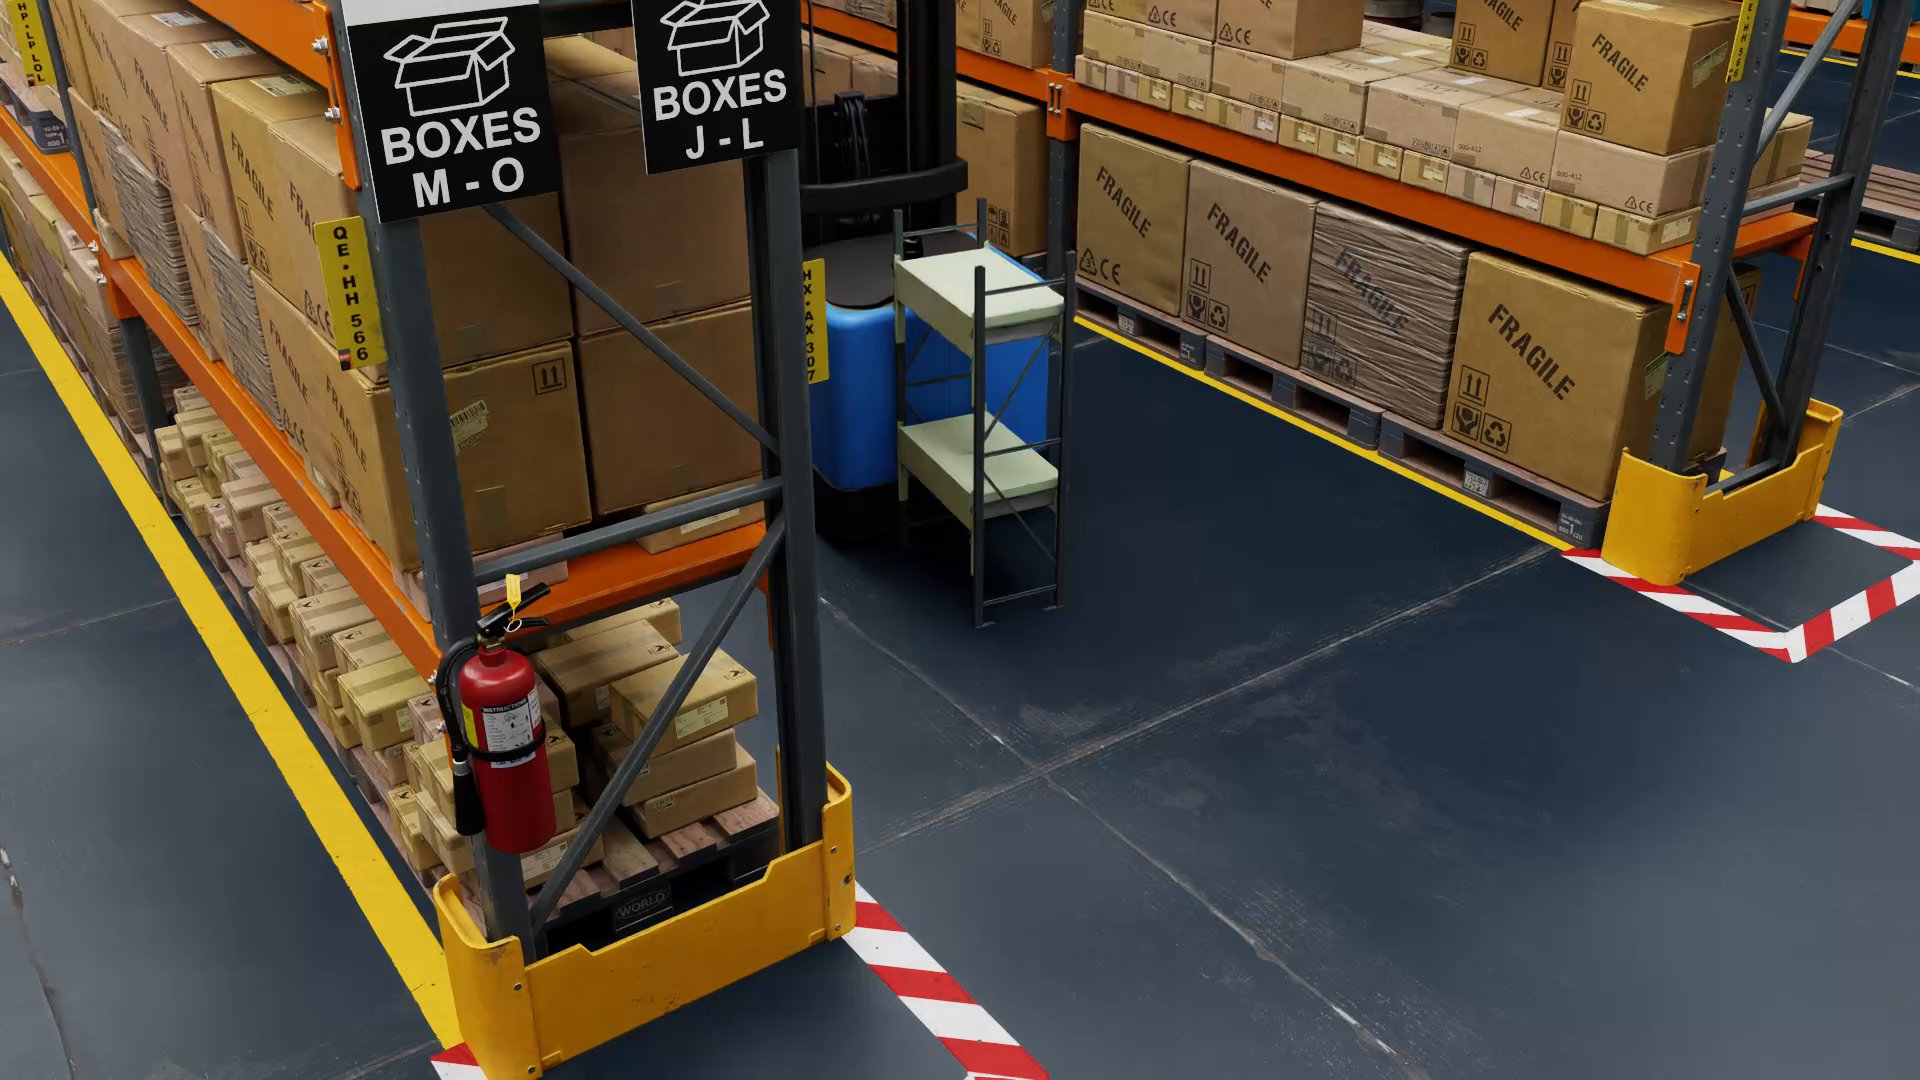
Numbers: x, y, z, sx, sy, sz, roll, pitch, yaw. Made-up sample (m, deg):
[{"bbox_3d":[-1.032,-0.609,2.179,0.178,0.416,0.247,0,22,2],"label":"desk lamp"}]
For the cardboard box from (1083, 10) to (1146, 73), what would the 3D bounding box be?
[{"bbox_3d":[1.014,-2.715,8.952,0.500,0.250,0.500,-19,34,-32],"label":"cardboard box"}]

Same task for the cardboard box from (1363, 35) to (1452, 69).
[{"bbox_3d":[2.315,-2.274,8.140,0.500,0.250,0.500,-20,34,-32],"label":"cardboard box"}]

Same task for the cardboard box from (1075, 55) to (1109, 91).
[{"bbox_3d":[0.856,-2.588,9.135,0.380,0.149,0.250,-19,34,-31],"label":"cardboard box"}]

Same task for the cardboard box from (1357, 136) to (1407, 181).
[{"bbox_3d":[2.056,-1.785,7.656,0.380,0.149,0.250,-19,34,-30],"label":"cardboard box"}]

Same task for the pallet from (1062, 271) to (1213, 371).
[{"bbox_3d":[1.333,-1.363,9.538,1.003,0.211,1.213,-19,34,-31],"label":"pallet"}]

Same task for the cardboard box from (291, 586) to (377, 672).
[{"bbox_3d":[-1.989,0.268,5.537,0.380,0.149,0.250,-17,33,-29],"label":"cardboard box"}]

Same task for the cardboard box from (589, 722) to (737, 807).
[{"bbox_3d":[-0.918,0.646,5.153,0.380,0.149,0.250,-17,33,-29],"label":"cardboard box"}]

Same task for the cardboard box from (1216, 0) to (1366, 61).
[{"bbox_3d":[1.610,-2.648,8.043,0.500,0.500,0.500,-20,34,-32],"label":"cardboard box"}]

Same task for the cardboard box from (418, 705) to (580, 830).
[{"bbox_3d":[-1.337,0.655,4.825,0.380,0.149,0.250,-18,33,-30],"label":"cardboard box"}]

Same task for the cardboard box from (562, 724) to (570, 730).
[{"bbox_3d":[-1.235,0.586,5.576,0.380,0.149,0.250,-18,33,-30],"label":"cardboard box"}]

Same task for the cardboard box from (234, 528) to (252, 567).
[{"bbox_3d":[-2.665,-0.002,6.658,0.380,0.149,0.250,-20,34,-32],"label":"cardboard box"}]

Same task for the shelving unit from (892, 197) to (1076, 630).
[{"bbox_3d":[0.079,-0.505,6.608,0.431,1.500,0.755,-13,31,-22],"label":"shelving unit"}]

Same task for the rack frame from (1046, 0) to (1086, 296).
[{"bbox_3d":[0.955,-2.905,9.457,1.000,3.000,0.127,-19,34,-31],"label":"rack frame"}]

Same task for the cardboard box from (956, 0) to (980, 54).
[{"bbox_3d":[0.180,-3.250,9.986,0.500,0.500,0.500,-18,33,-29],"label":"cardboard box"}]

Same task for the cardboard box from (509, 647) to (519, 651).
[{"bbox_3d":[-1.537,0.247,5.888,0.380,0.149,0.250,-21,35,-33],"label":"cardboard box"}]

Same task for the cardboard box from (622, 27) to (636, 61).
[{"bbox_3d":[-2.436,-4.241,14.074,0.700,0.500,0.500,-16,32,-27],"label":"cardboard box"}]

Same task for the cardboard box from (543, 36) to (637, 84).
[{"bbox_3d":[-1.165,-1.073,4.619,0.500,0.500,0.500,-18,33,-29],"label":"cardboard box"}]

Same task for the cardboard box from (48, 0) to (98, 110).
[{"bbox_3d":[-3.080,-1.943,6.220,0.500,0.500,0.500,-18,33,-29],"label":"cardboard box"}]

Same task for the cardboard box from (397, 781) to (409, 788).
[{"bbox_3d":[-1.613,0.706,5.354,0.380,0.149,0.250,-19,34,-31],"label":"cardboard box"}]

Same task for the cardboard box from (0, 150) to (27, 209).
[{"bbox_3d":[-4.967,-2.010,9.201,0.500,0.250,0.500,-19,34,-31],"label":"cardboard box"}]

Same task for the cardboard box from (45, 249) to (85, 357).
[{"bbox_3d":[-4.369,-1.276,8.635,0.500,0.500,0.500,-20,34,-32],"label":"cardboard box"}]

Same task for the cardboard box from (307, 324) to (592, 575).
[{"bbox_3d":[-1.294,-0.295,4.233,0.500,0.500,0.500,-18,33,-30],"label":"cardboard box"}]

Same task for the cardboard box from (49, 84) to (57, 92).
[{"bbox_3d":[-3.993,-2.181,7.634,0.380,0.149,0.250,-20,34,-32],"label":"cardboard box"}]

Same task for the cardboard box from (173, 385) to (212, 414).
[{"bbox_3d":[-3.113,-0.573,7.087,0.380,0.149,0.250,-17,33,-29],"label":"cardboard box"}]

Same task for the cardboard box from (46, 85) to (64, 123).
[{"bbox_3d":[-3.975,-2.041,7.688,0.380,0.149,0.250,-21,35,-33],"label":"cardboard box"}]

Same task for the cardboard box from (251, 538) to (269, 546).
[{"bbox_3d":[-2.509,-0.027,6.392,0.380,0.149,0.250,-17,33,-28],"label":"cardboard box"}]

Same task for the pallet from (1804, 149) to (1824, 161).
[{"bbox_3d":[5.448,-2.776,12.140,1.003,0.211,1.213,-19,34,-31],"label":"pallet"}]

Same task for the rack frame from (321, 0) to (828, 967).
[{"bbox_3d":[-0.823,-0.017,4.137,1.000,3.000,0.127,-19,34,-31],"label":"rack frame"}]

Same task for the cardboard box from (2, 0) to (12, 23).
[{"bbox_3d":[-4.448,-2.620,8.132,0.380,0.149,0.250,-19,34,-31],"label":"cardboard box"}]

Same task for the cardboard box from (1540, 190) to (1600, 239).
[{"bbox_3d":[2.649,-1.388,6.926,0.380,0.149,0.250,-18,33,-30],"label":"cardboard box"}]

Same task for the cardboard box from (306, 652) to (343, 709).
[{"bbox_3d":[-1.976,0.396,5.614,0.380,0.149,0.250,-18,33,-30],"label":"cardboard box"}]

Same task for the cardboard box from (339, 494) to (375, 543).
[{"bbox_3d":[-1.514,-0.155,4.656,0.380,0.149,0.250,-19,34,-31],"label":"cardboard box"}]

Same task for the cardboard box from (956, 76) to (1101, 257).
[{"bbox_3d":[0.568,-2.399,10.311,1.225,0.875,0.875,-19,34,-30],"label":"cardboard box"}]

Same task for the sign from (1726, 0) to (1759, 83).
[{"bbox_3d":[2.825,-1.818,5.994,0.100,0.325,0.005,-19,34,-31],"label":"sign"}]

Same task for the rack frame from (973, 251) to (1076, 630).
[{"bbox_3d":[0.236,-0.347,6.318,0.400,1.500,0.023,-13,31,-22],"label":"rack frame"}]

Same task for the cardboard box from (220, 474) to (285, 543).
[{"bbox_3d":[-2.563,-0.149,6.304,0.380,0.149,0.250,-18,33,-30],"label":"cardboard box"}]

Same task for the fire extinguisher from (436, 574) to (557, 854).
[{"bbox_3d":[-1.053,0.407,3.829,0.296,0.674,0.183,-19,34,-31],"label":"fire extinguisher"}]

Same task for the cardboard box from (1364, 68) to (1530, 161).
[{"bbox_3d":[2.189,-1.925,7.497,0.500,0.250,0.500,-20,34,-32],"label":"cardboard box"}]

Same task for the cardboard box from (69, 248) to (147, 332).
[{"bbox_3d":[-3.782,-1.207,7.722,0.500,0.250,0.500,-20,34,-32],"label":"cardboard box"}]

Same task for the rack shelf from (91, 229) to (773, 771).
[{"bbox_3d":[-1.984,-0.478,5.741,1.077,0.370,4.000,-19,34,-31],"label":"rack shelf"}]

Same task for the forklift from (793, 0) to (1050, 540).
[{"bbox_3d":[-0.693,-1.965,7.797,1.130,2.935,3.031,-13,31,-22],"label":"forklift"}]

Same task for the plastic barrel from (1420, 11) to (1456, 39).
[{"bbox_3d":[4.023,-4.103,13.830,0.421,0.512,0.421,0,29,0],"label":"plastic barrel"}]

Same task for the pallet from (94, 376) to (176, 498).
[{"bbox_3d":[-3.596,-0.648,8.223,1.003,0.211,1.213,-19,34,-31],"label":"pallet"}]

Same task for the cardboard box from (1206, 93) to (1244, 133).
[{"bbox_3d":[1.464,-2.182,8.389,0.380,0.149,0.250,-19,34,-31],"label":"cardboard box"}]

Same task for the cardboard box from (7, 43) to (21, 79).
[{"bbox_3d":[-4.598,-2.456,8.452,0.380,0.149,0.250,-18,33,-30],"label":"cardboard box"}]

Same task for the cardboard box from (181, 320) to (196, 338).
[{"bbox_3d":[-2.592,-0.868,5.969,0.380,0.149,0.250,-18,33,-30],"label":"cardboard box"}]

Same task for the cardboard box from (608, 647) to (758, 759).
[{"bbox_3d":[-0.851,0.493,5.124,0.380,0.149,0.250,-21,35,-33],"label":"cardboard box"}]

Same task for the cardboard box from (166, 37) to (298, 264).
[{"bbox_3d":[-1.894,-1.136,4.735,0.500,0.500,0.500,-17,33,-28],"label":"cardboard box"}]

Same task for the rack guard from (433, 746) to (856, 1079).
[{"bbox_3d":[-0.867,1.052,4.788,1.175,0.500,0.348,-19,34,-31],"label":"rack guard"}]

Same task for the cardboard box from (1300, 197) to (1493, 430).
[{"bbox_3d":[2.311,-1.182,8.069,0.875,0.875,0.875,-19,34,-31],"label":"cardboard box"}]

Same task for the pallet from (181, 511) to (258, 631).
[{"bbox_3d":[-2.725,-0.095,7.204,1.003,0.211,1.213,-19,34,-31],"label":"pallet"}]

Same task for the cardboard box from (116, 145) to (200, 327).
[{"bbox_3d":[-2.506,-1.088,5.693,0.500,0.500,0.500,-20,34,-32],"label":"cardboard box"}]
